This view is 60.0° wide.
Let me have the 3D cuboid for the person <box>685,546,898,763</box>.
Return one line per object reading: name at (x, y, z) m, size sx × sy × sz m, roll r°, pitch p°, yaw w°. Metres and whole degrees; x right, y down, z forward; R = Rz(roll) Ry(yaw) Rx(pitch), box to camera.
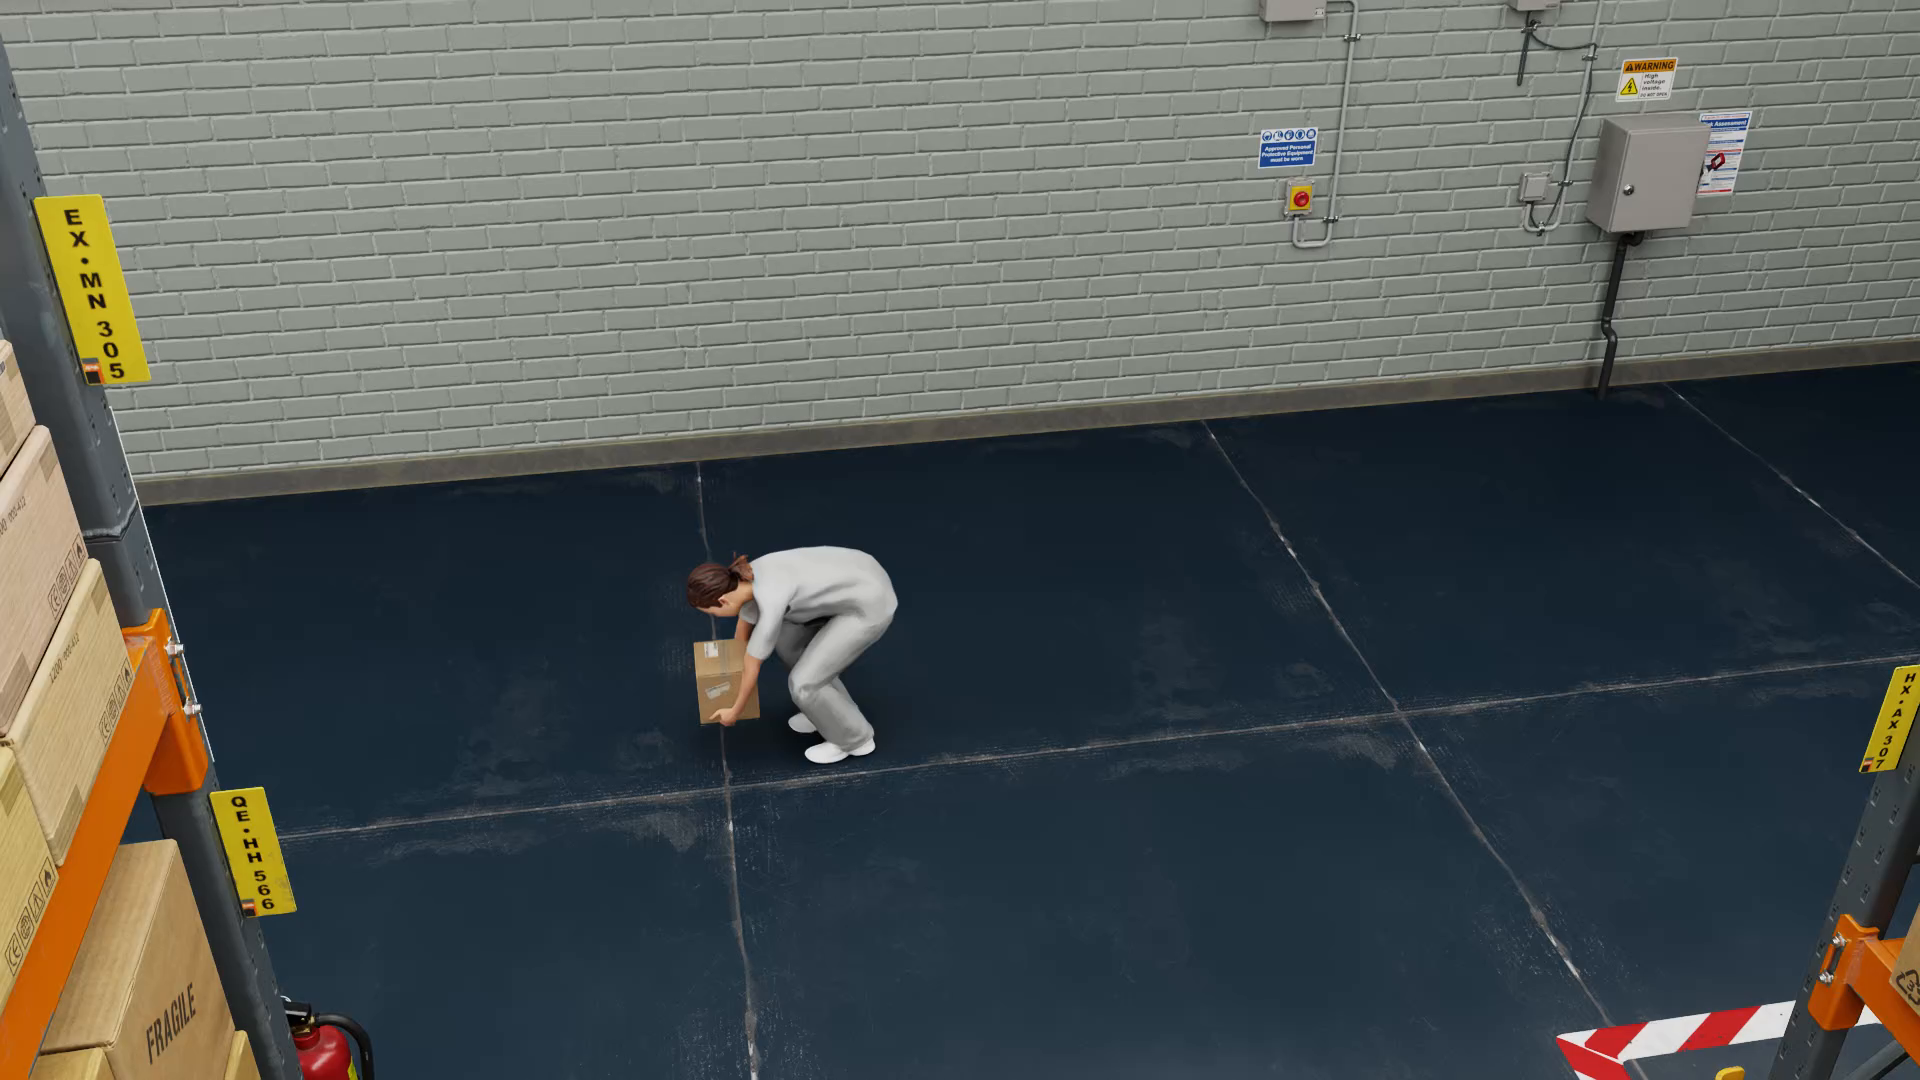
person at (-0.694, 0.465, 7.018) m, size 0.866 × 0.995 × 0.466 m, roll -7°, pitch 31°, yaw -11°
